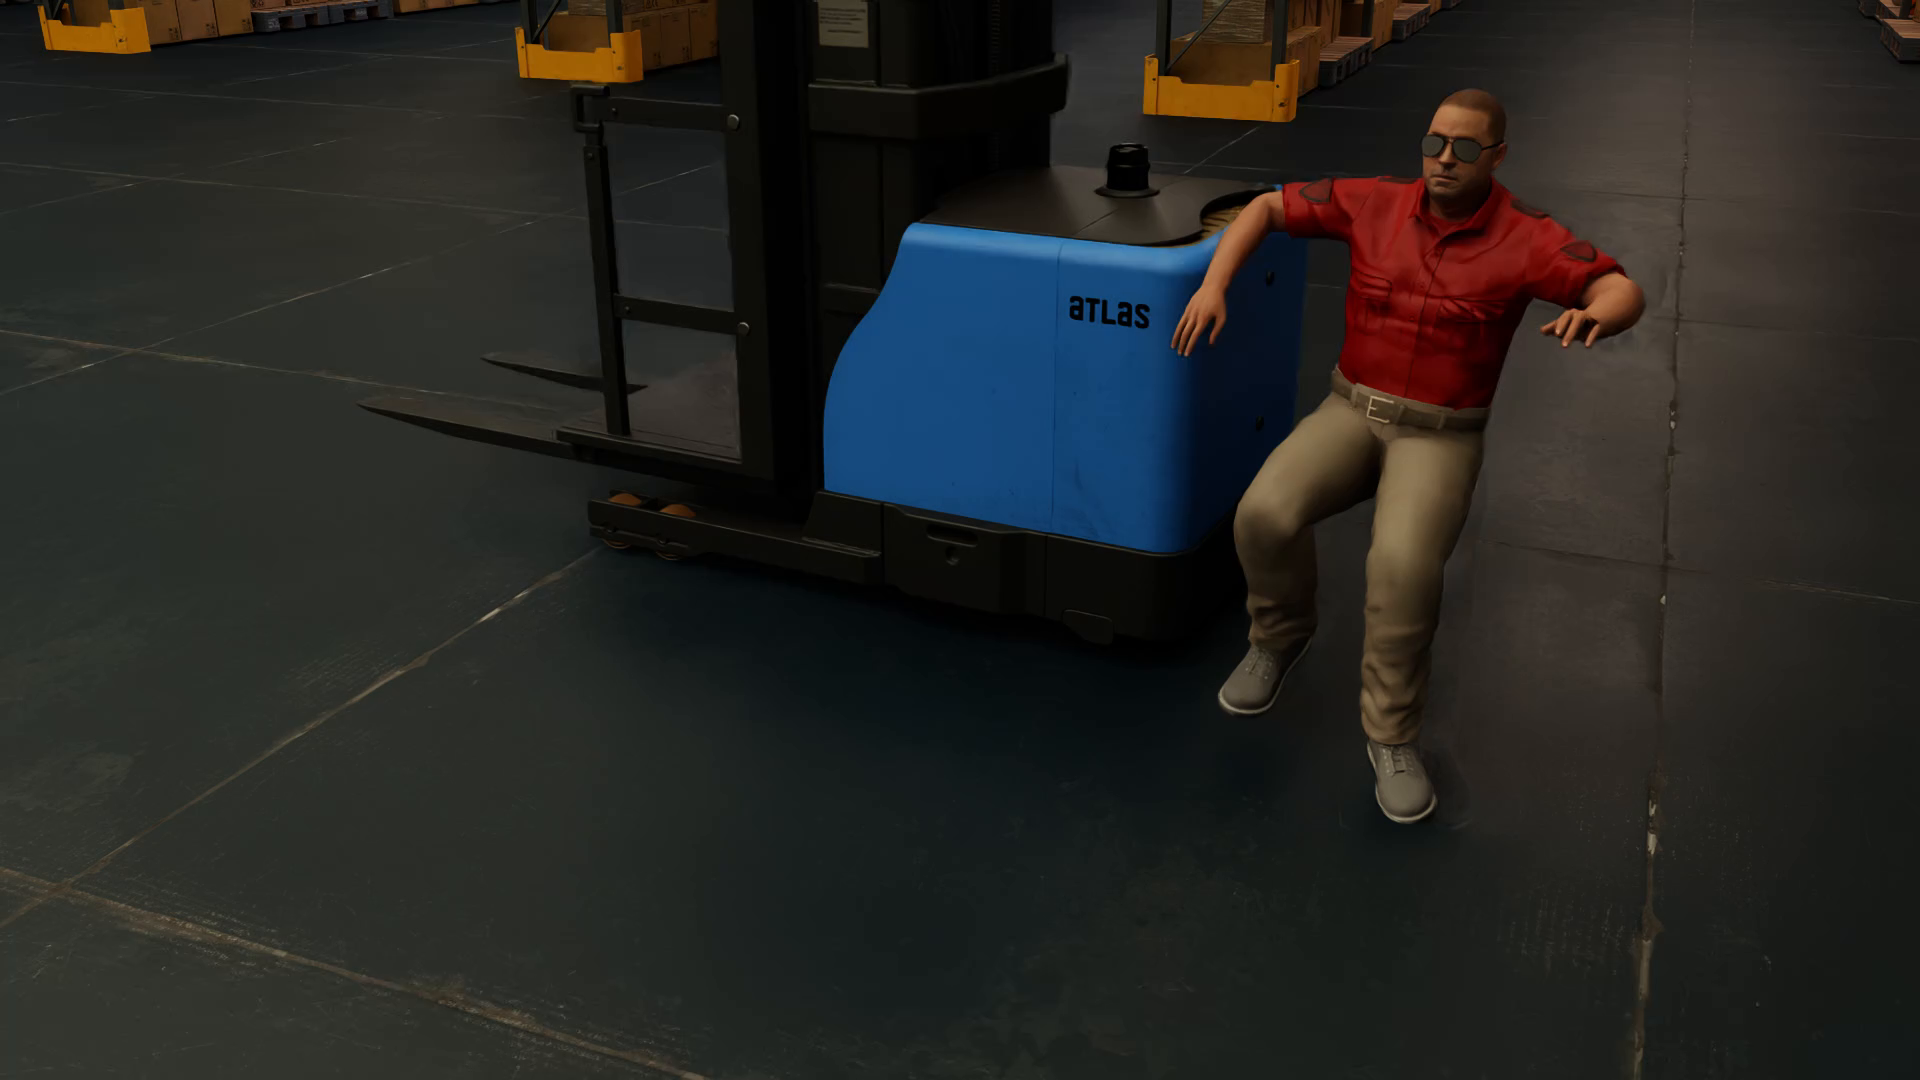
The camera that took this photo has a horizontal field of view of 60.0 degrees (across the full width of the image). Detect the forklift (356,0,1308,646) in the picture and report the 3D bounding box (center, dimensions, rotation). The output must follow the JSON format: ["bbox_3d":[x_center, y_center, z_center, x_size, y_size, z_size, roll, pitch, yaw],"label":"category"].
[{"bbox_3d":[-0.547,-1.458,4.780,3.031,2.935,1.130,11,25,25],"label":"forklift"}]

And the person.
[{"bbox_3d":[0.950,-0.230,3.763,1.011,1.490,0.808,12,25,26],"label":"person"}]
